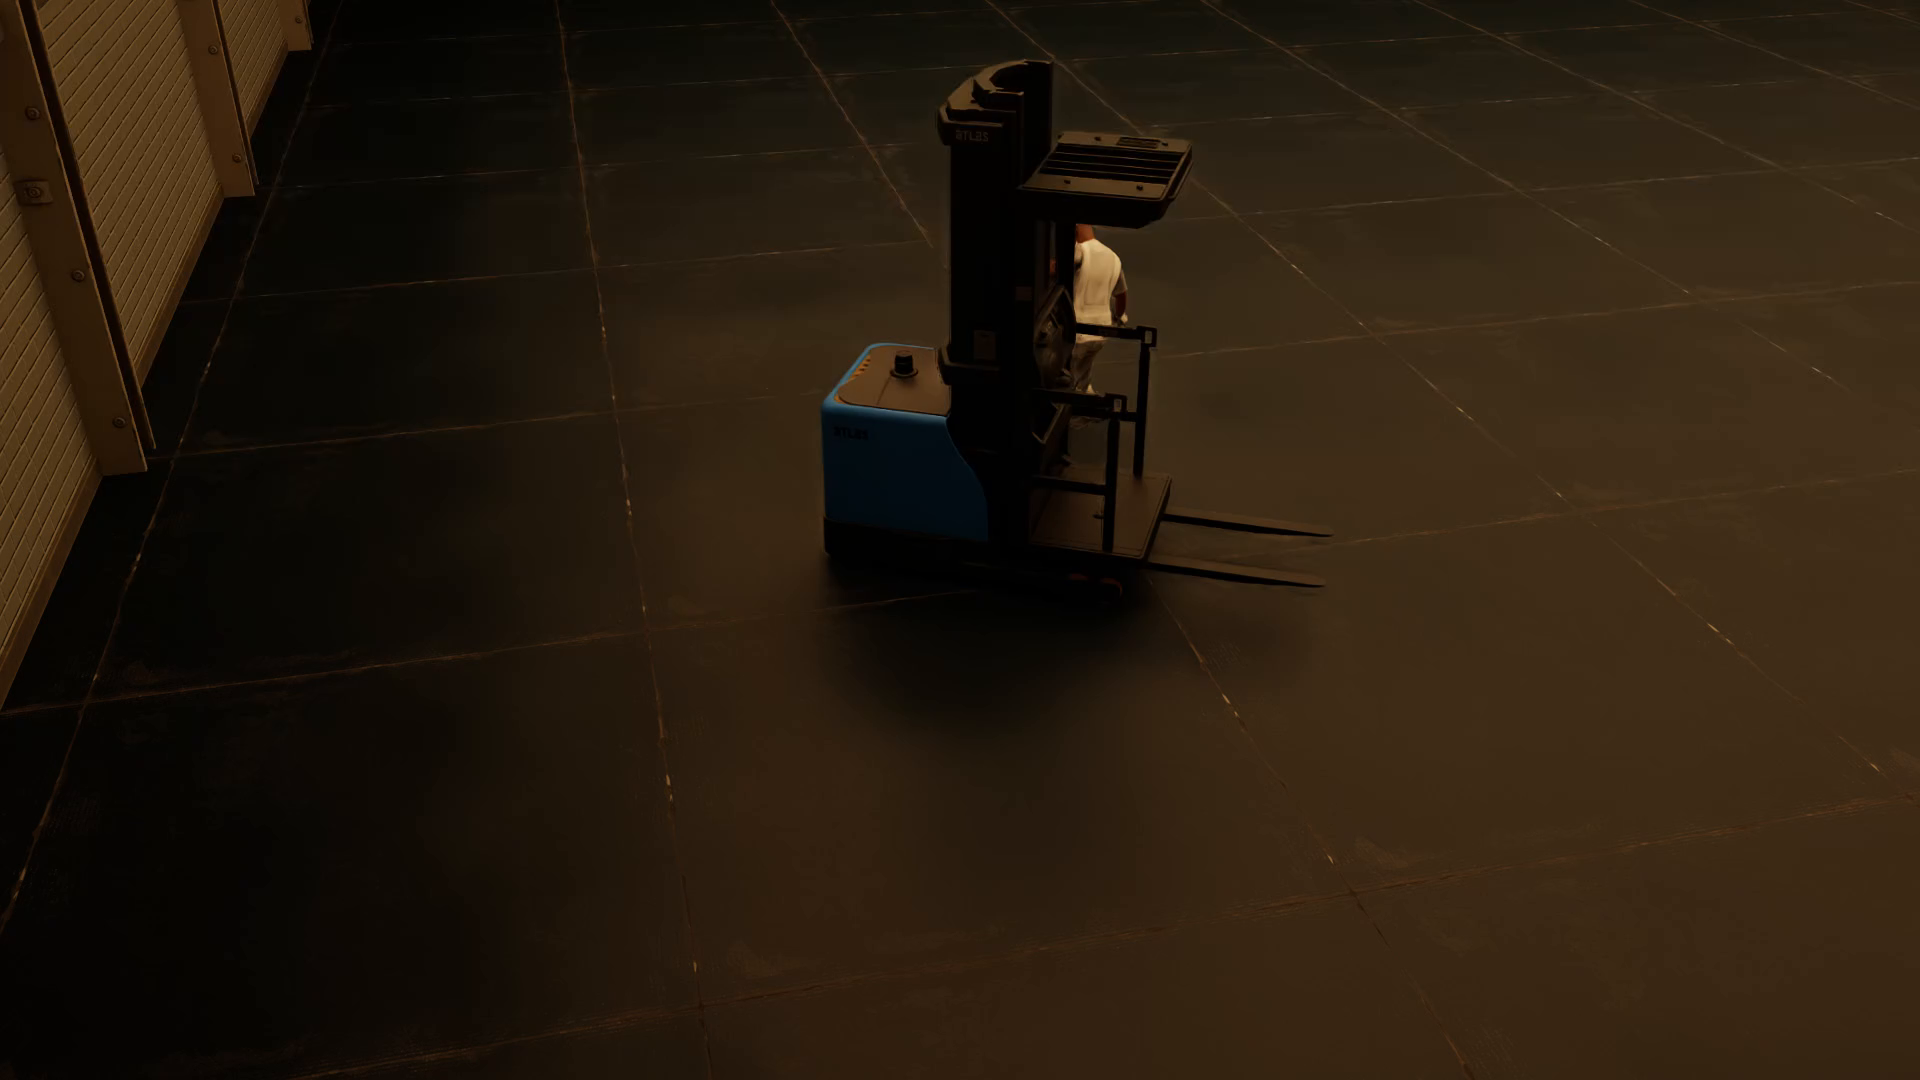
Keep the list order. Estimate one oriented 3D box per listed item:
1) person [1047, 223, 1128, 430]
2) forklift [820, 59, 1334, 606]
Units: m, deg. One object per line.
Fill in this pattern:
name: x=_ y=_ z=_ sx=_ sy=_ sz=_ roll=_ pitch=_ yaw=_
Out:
person: x=0.762 y=-1.455 z=11.491 sx=1.241 sy=1.542 sz=0.714 roll=-20 pitch=35 yaw=-30
forklift: x=0.736 y=-1.174 z=9.603 sx=3.031 sy=2.935 sz=1.130 roll=8 pitch=31 yaw=13
